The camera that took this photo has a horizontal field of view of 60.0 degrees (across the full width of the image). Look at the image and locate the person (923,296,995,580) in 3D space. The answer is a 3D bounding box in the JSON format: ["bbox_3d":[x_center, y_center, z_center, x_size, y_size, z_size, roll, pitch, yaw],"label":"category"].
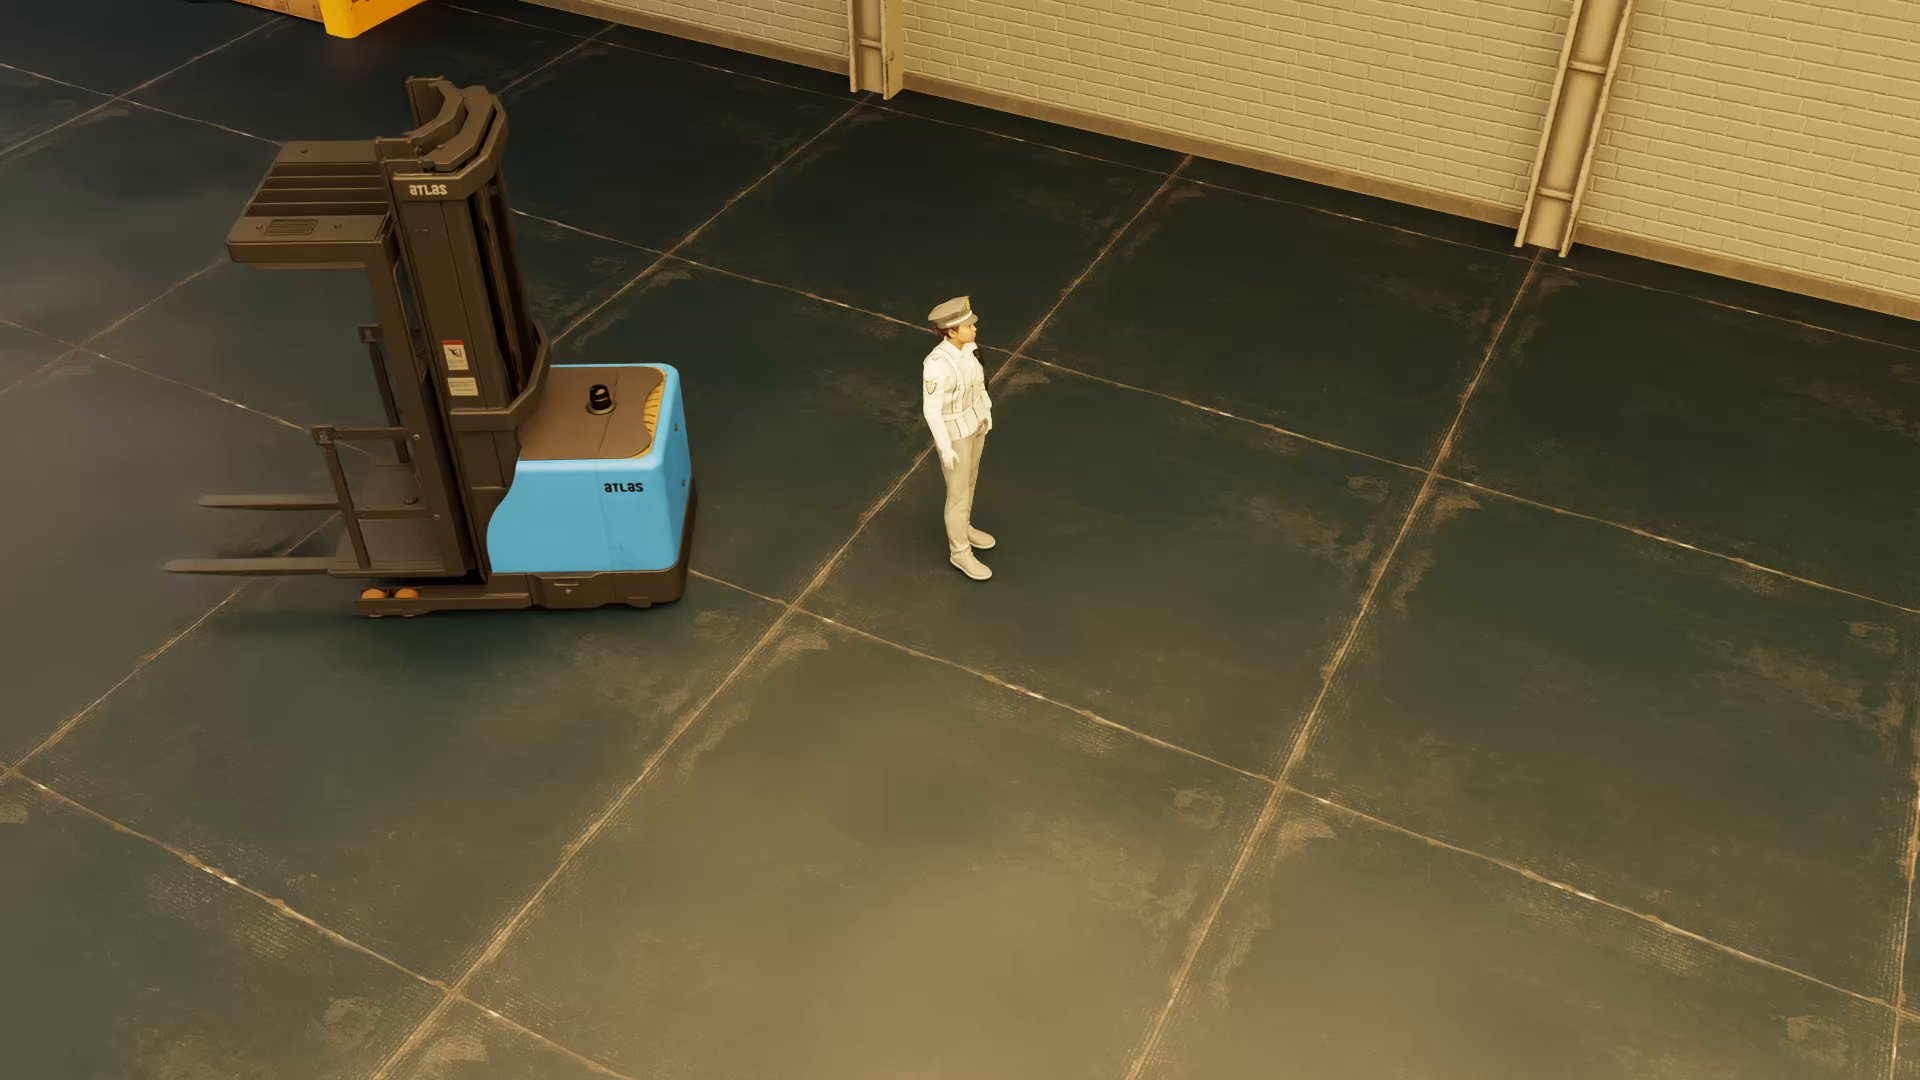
[{"bbox_3d":[0.058,-0.630,9.683,0.531,1.695,0.588,18,43,21],"label":"person"}]

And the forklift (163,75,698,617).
[{"bbox_3d":[-3.152,-1.017,9.194,3.031,2.935,1.130,-1,40,-1],"label":"forklift"}]
